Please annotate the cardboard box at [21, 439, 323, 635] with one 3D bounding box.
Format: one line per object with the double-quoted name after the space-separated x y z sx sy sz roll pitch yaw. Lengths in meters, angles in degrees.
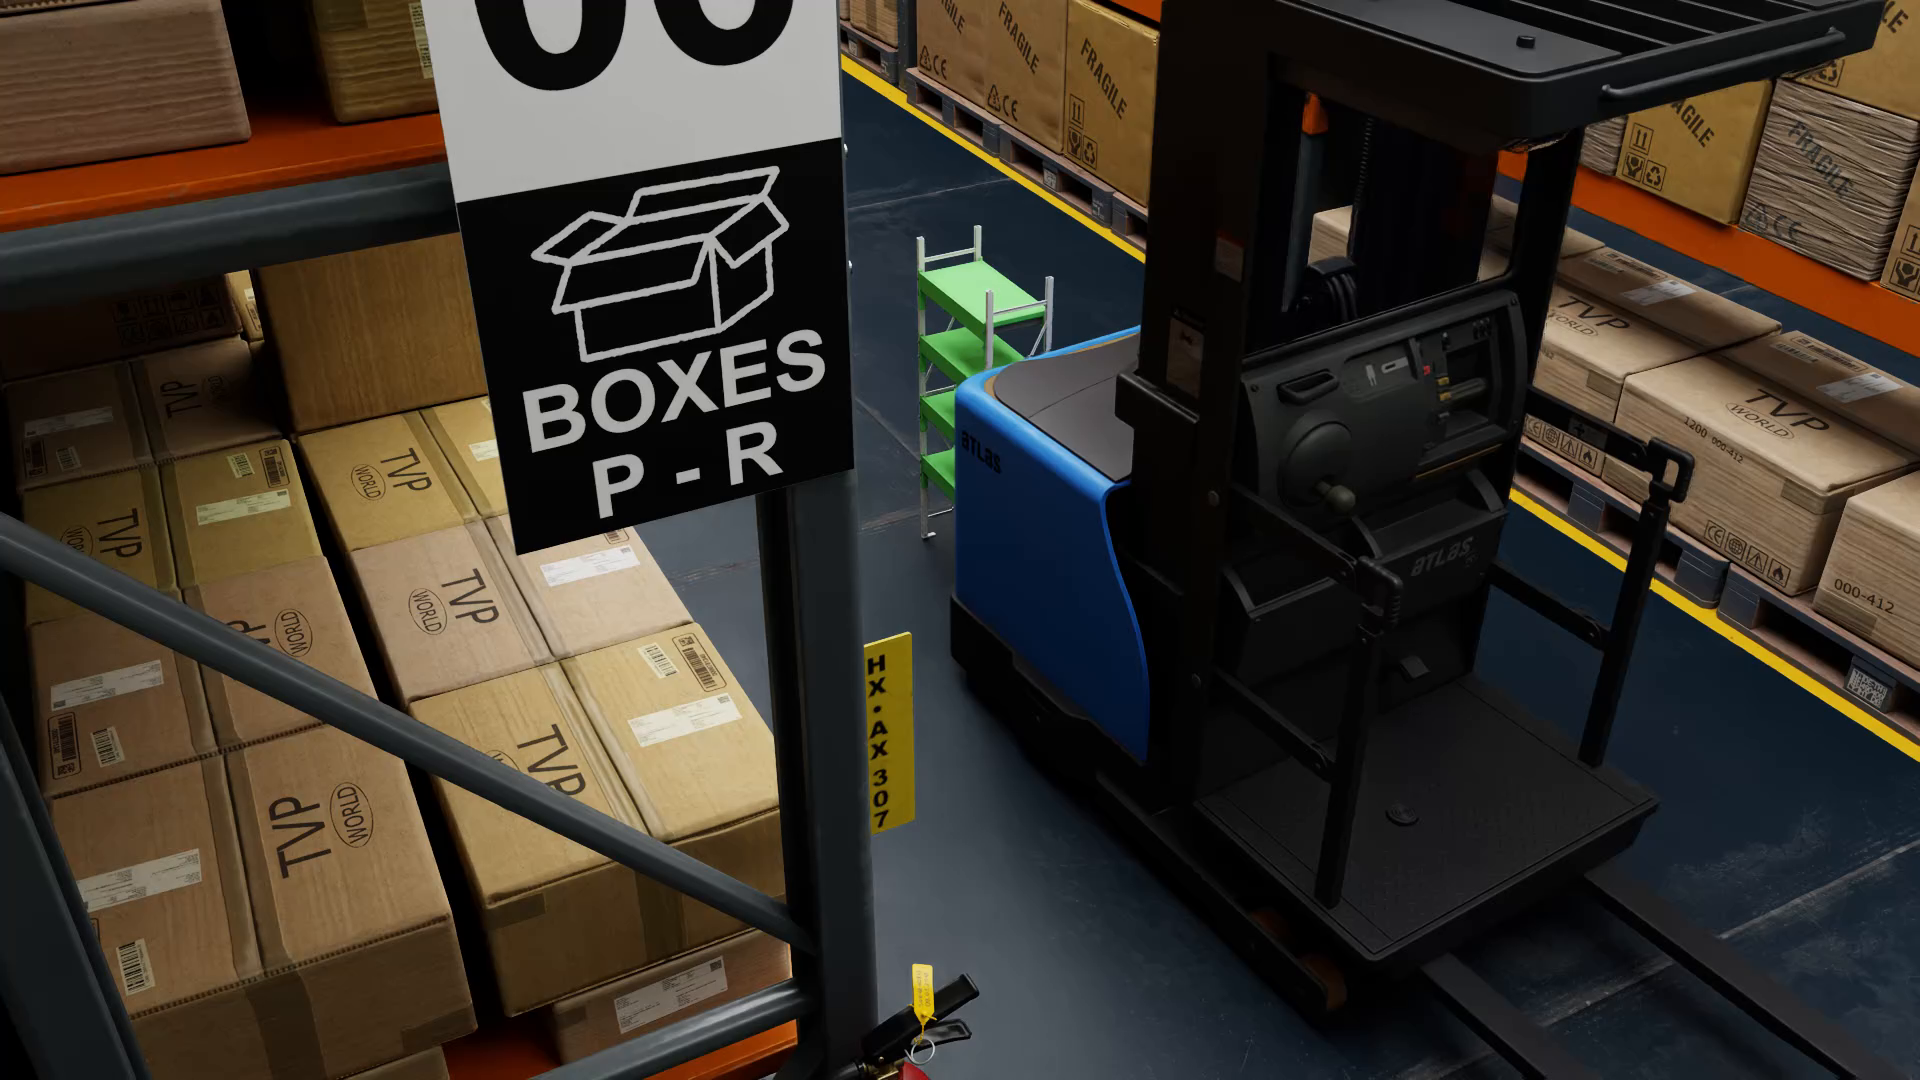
-1.504 0.072 3.220 0.500 0.250 0.500 -15 35 -22 "cardboard box"

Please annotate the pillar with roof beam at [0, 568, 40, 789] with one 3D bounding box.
0.882 -4.188 4.445 9.100 9.000 0.400 -16 36 -23 "pillar with roof beam"

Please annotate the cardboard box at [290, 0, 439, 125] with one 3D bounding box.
-0.531 -0.597 1.853 0.380 0.149 0.250 -15 36 -22 "cardboard box"

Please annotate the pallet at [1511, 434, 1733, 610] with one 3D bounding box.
2.794 -0.248 6.442 1.003 0.211 1.213 -16 36 -23 "pallet"

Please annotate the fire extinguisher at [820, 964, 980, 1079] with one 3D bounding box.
-0.111 0.915 2.459 0.296 0.674 0.183 -16 36 -23 "fire extinguisher"

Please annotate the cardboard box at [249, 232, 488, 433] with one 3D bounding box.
-1.261 -0.607 3.585 0.500 0.500 0.500 -15 36 -22 "cardboard box"

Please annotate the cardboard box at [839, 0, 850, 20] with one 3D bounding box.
-0.535 -3.990 11.743 0.950 0.372 0.625 -17 36 -24 "cardboard box"

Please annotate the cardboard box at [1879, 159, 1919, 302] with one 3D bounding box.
3.121 -0.928 4.826 0.500 0.500 0.500 -17 36 -24 "cardboard box"

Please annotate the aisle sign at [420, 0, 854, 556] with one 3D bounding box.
-0.297 -0.365 1.629 0.394 0.787 0.004 -16 36 -23 "aisle sign"

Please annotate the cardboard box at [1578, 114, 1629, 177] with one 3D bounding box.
2.380 -1.660 5.968 0.500 0.500 0.500 -16 36 -23 "cardboard box"

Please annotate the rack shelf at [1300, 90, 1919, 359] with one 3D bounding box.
2.868 -1.131 5.901 1.077 0.370 4.000 -16 36 -23 "rack shelf"

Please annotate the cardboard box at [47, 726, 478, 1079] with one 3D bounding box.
-1.038 0.556 2.465 0.500 0.250 0.500 -15 36 -22 "cardboard box"

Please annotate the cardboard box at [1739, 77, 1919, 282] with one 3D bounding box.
2.873 -1.171 5.205 0.500 0.500 0.500 -15 36 -22 "cardboard box"

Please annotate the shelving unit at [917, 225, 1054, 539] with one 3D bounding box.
0.077 -0.426 5.803 0.258 1.200 0.503 -16 36 -23 "shelving unit"

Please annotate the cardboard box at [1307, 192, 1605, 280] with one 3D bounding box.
2.134 -1.160 7.265 0.875 0.438 0.875 -16 36 -24 "cardboard box"

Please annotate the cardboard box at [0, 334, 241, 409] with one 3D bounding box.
-1.983 -0.411 3.975 0.500 0.250 0.500 -15 36 -22 "cardboard box"

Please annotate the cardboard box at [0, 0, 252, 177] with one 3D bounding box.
-0.942 -0.481 1.672 0.380 0.149 0.250 -15 36 -22 "cardboard box"

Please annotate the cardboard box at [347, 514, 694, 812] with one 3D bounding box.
-0.797 0.184 3.045 0.500 0.250 0.500 -15 36 -23 "cardboard box"

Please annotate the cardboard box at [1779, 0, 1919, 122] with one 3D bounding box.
2.868 -1.591 4.934 0.500 0.500 0.500 -16 36 -23 "cardboard box"

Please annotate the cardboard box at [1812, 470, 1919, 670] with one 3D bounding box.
3.405 0.133 5.248 0.875 0.438 0.875 -17 36 -25 "cardboard box"

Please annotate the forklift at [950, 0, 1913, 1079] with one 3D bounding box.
1.189 -0.290 3.986 1.130 2.935 3.031 -19 37 -27 "forklift"

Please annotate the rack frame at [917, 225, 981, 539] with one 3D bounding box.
-0.037 -0.543 5.985 0.240 1.200 0.015 -16 36 -23 "rack frame"

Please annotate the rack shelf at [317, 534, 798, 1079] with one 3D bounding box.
-1.521 0.119 3.950 1.077 0.370 4.000 -16 36 -23 "rack shelf"

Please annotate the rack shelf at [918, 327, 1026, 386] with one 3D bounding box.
0.077 -0.575 5.708 0.258 0.148 0.480 -16 36 -23 "rack shelf"

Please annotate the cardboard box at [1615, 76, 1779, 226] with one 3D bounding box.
2.620 -1.414 5.584 0.500 0.500 0.500 -15 35 -22 "cardboard box"

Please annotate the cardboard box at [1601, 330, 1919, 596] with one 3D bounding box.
2.971 -0.302 5.926 0.875 0.438 0.875 -15 36 -22 "cardboard box"

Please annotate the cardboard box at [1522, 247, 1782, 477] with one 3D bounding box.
2.552 -0.732 6.598 0.875 0.438 0.875 -17 36 -24 "cardboard box"

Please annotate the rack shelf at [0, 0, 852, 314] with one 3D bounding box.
-1.521 -1.144 3.141 1.077 0.370 4.000 -16 36 -23 "rack shelf"

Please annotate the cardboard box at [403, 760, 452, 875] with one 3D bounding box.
-0.812 0.424 3.040 0.380 0.149 0.250 -16 36 -24 "cardboard box"

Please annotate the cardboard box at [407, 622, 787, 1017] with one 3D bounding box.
-0.562 0.425 2.670 0.500 0.250 0.500 -16 36 -23 "cardboard box"

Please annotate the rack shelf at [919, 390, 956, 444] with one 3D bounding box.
0.077 -0.372 5.838 0.258 0.148 0.480 -16 36 -23 "rack shelf"

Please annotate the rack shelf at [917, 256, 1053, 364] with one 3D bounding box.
0.077 -0.777 5.579 0.258 0.148 0.480 -16 36 -23 "rack shelf"

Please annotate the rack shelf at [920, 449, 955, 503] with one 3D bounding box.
0.077 -0.170 5.967 0.258 0.148 0.480 -16 36 -23 "rack shelf"

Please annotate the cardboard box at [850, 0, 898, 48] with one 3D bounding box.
-0.184 -3.640 11.197 0.950 0.372 0.625 -18 37 -26 "cardboard box"

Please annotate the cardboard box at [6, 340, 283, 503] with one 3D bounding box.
-1.747 -0.177 3.609 0.500 0.250 0.500 -16 36 -23 "cardboard box"

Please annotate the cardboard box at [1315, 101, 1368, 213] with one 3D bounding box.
1.576 -1.946 8.087 0.875 0.875 0.875 -15 35 -22 "cardboard box"

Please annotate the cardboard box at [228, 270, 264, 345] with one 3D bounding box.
-1.533 -0.542 4.178 0.500 0.250 0.500 -16 36 -23 "cardboard box"

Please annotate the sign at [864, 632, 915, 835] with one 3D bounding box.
-0.109 0.270 2.246 0.100 0.325 0.005 -16 36 -23 "sign"

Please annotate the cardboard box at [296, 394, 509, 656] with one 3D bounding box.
-1.036 -0.057 3.422 0.500 0.250 0.500 -17 36 -24 "cardboard box"

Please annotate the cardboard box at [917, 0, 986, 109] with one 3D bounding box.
0.319 -3.229 10.089 0.875 0.875 0.875 -16 36 -24 "cardboard box"

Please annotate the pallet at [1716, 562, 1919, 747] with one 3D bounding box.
3.359 0.333 5.535 1.003 0.211 1.213 -16 36 -23 "pallet"

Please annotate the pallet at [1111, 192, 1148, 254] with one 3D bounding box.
1.509 -1.563 8.494 1.003 0.211 1.213 -16 36 -23 "pallet"

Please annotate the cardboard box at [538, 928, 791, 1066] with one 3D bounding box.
-0.499 0.651 2.686 0.380 0.149 0.250 -16 36 -23 "cardboard box"

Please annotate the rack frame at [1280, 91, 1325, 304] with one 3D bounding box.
1.936 -2.388 7.197 1.000 3.000 0.127 -16 36 -23 "rack frame"

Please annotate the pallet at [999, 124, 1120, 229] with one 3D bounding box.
0.937 -2.146 9.404 1.003 0.211 1.213 -16 36 -23 "pallet"

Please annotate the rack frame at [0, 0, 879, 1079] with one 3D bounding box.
-0.586 0.770 2.267 0.949 2.616 0.053 -16 36 -23 "rack frame"

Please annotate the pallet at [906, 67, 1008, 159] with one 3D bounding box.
0.372 -2.728 10.312 1.003 0.211 1.213 -16 36 -23 "pallet"

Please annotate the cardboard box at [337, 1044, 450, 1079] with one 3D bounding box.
-0.980 0.786 2.475 0.380 0.149 0.250 -16 36 -24 "cardboard box"

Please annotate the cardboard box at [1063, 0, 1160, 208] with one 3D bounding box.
1.148 -2.375 8.757 0.875 0.875 0.875 -15 36 -22 "cardboard box"

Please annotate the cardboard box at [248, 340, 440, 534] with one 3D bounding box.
-1.293 -0.296 3.794 0.500 0.250 0.500 -17 36 -24 "cardboard box"

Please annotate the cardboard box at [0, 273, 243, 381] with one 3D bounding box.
-1.995 -0.738 3.790 0.500 0.500 0.500 -17 36 -24 "cardboard box"

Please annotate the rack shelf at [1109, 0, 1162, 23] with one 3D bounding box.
1.003 -3.040 8.881 1.077 0.370 4.000 -16 36 -23 "rack shelf"

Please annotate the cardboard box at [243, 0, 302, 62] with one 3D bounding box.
-0.677 -0.715 2.038 0.380 0.149 0.250 -15 36 -22 "cardboard box"

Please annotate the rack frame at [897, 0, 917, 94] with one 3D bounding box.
0.071 -4.297 10.177 1.000 3.000 0.127 -16 36 -23 "rack frame"

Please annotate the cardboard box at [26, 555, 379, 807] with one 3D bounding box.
-1.277 0.310 2.849 0.500 0.250 0.500 -16 36 -23 "cardboard box"

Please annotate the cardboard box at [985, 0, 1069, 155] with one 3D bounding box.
0.732 -2.802 9.423 0.875 0.875 0.875 -15 36 -23 "cardboard box"

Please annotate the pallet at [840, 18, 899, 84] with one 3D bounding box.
-0.292 -3.496 11.511 1.003 0.211 1.213 -16 36 -23 "pallet"

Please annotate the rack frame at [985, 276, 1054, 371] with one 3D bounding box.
0.191 -0.310 5.621 0.240 1.200 0.015 -16 36 -23 "rack frame"
